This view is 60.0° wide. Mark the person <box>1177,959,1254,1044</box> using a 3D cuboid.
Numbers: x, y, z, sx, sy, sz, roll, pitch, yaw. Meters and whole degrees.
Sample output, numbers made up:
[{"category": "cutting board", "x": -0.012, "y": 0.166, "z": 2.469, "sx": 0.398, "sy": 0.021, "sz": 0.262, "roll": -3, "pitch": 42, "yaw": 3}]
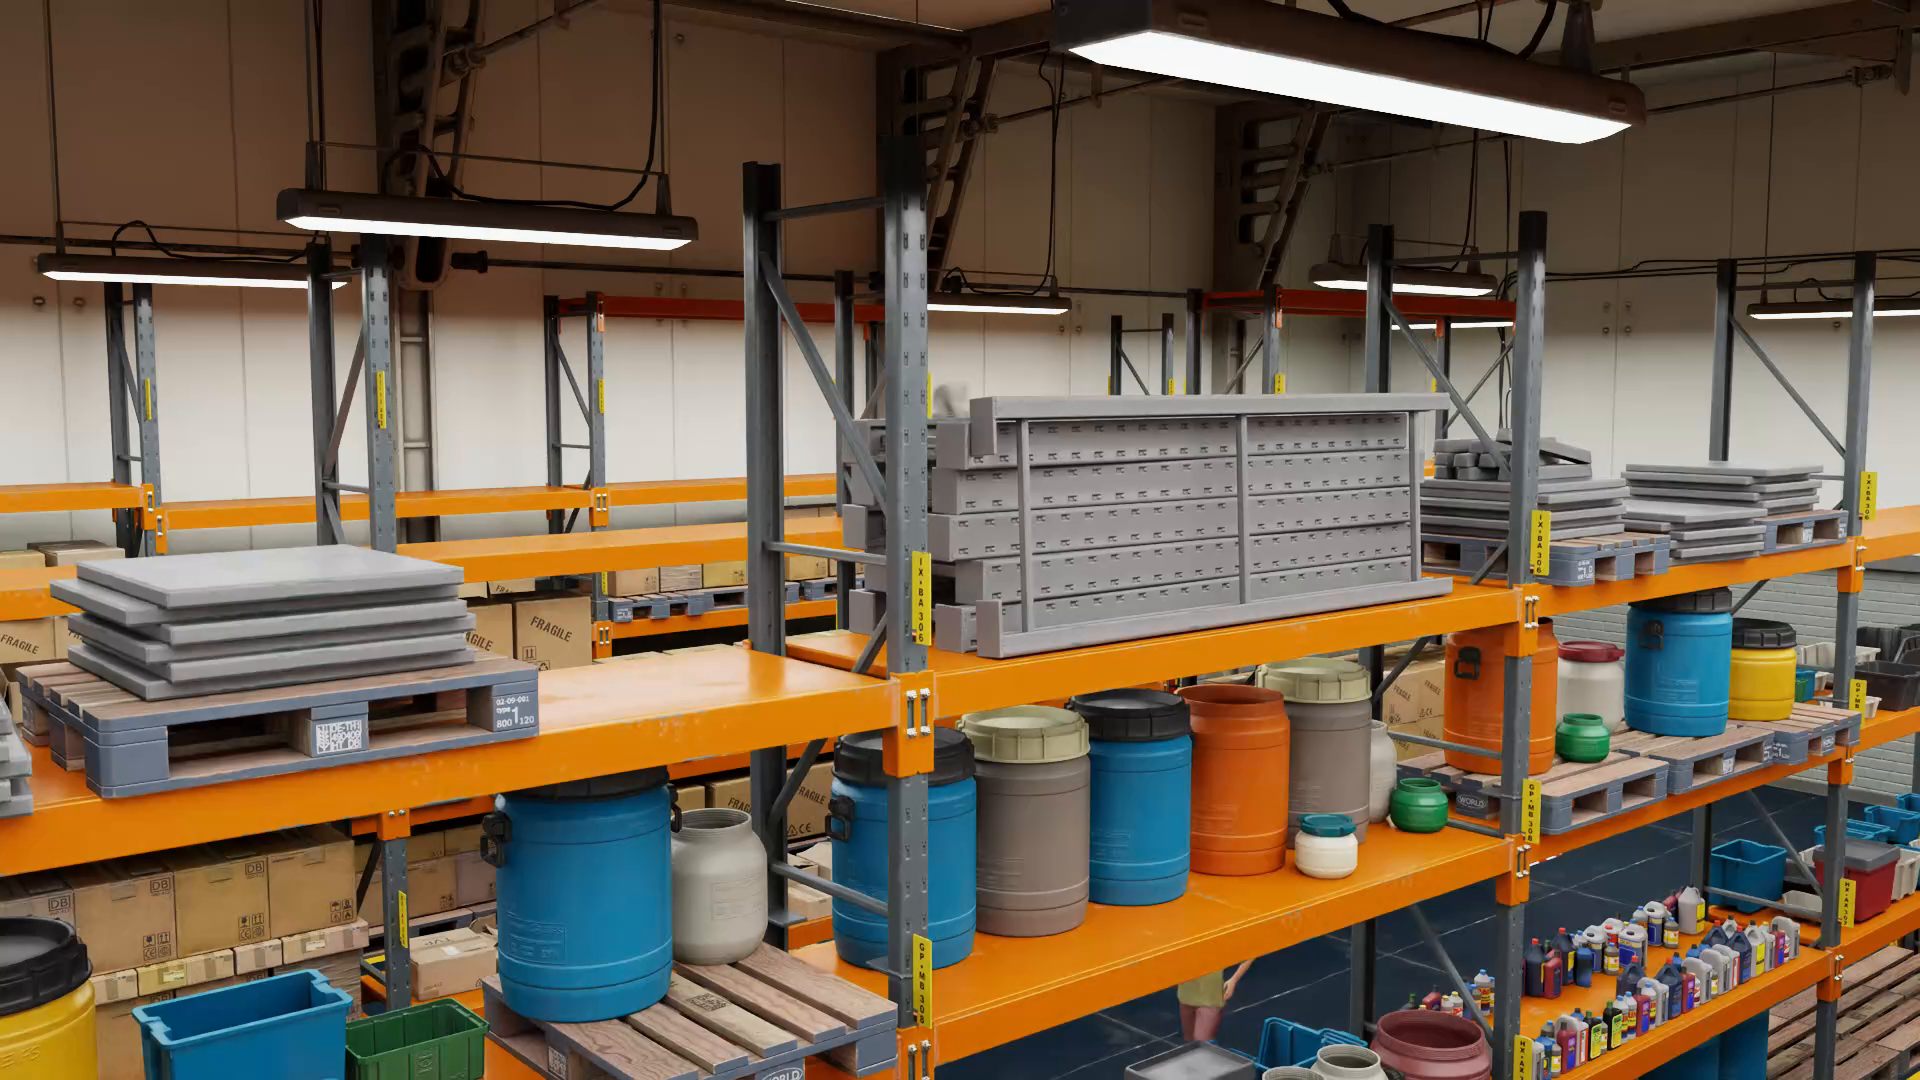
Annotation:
[{"category": "person", "x": 1.674, "y": 3.198, "z": 11.479, "sx": 0.580, "sy": 1.664, "sz": 0.908, "roll": 4, "pitch": 7, "yaw": 36}]
